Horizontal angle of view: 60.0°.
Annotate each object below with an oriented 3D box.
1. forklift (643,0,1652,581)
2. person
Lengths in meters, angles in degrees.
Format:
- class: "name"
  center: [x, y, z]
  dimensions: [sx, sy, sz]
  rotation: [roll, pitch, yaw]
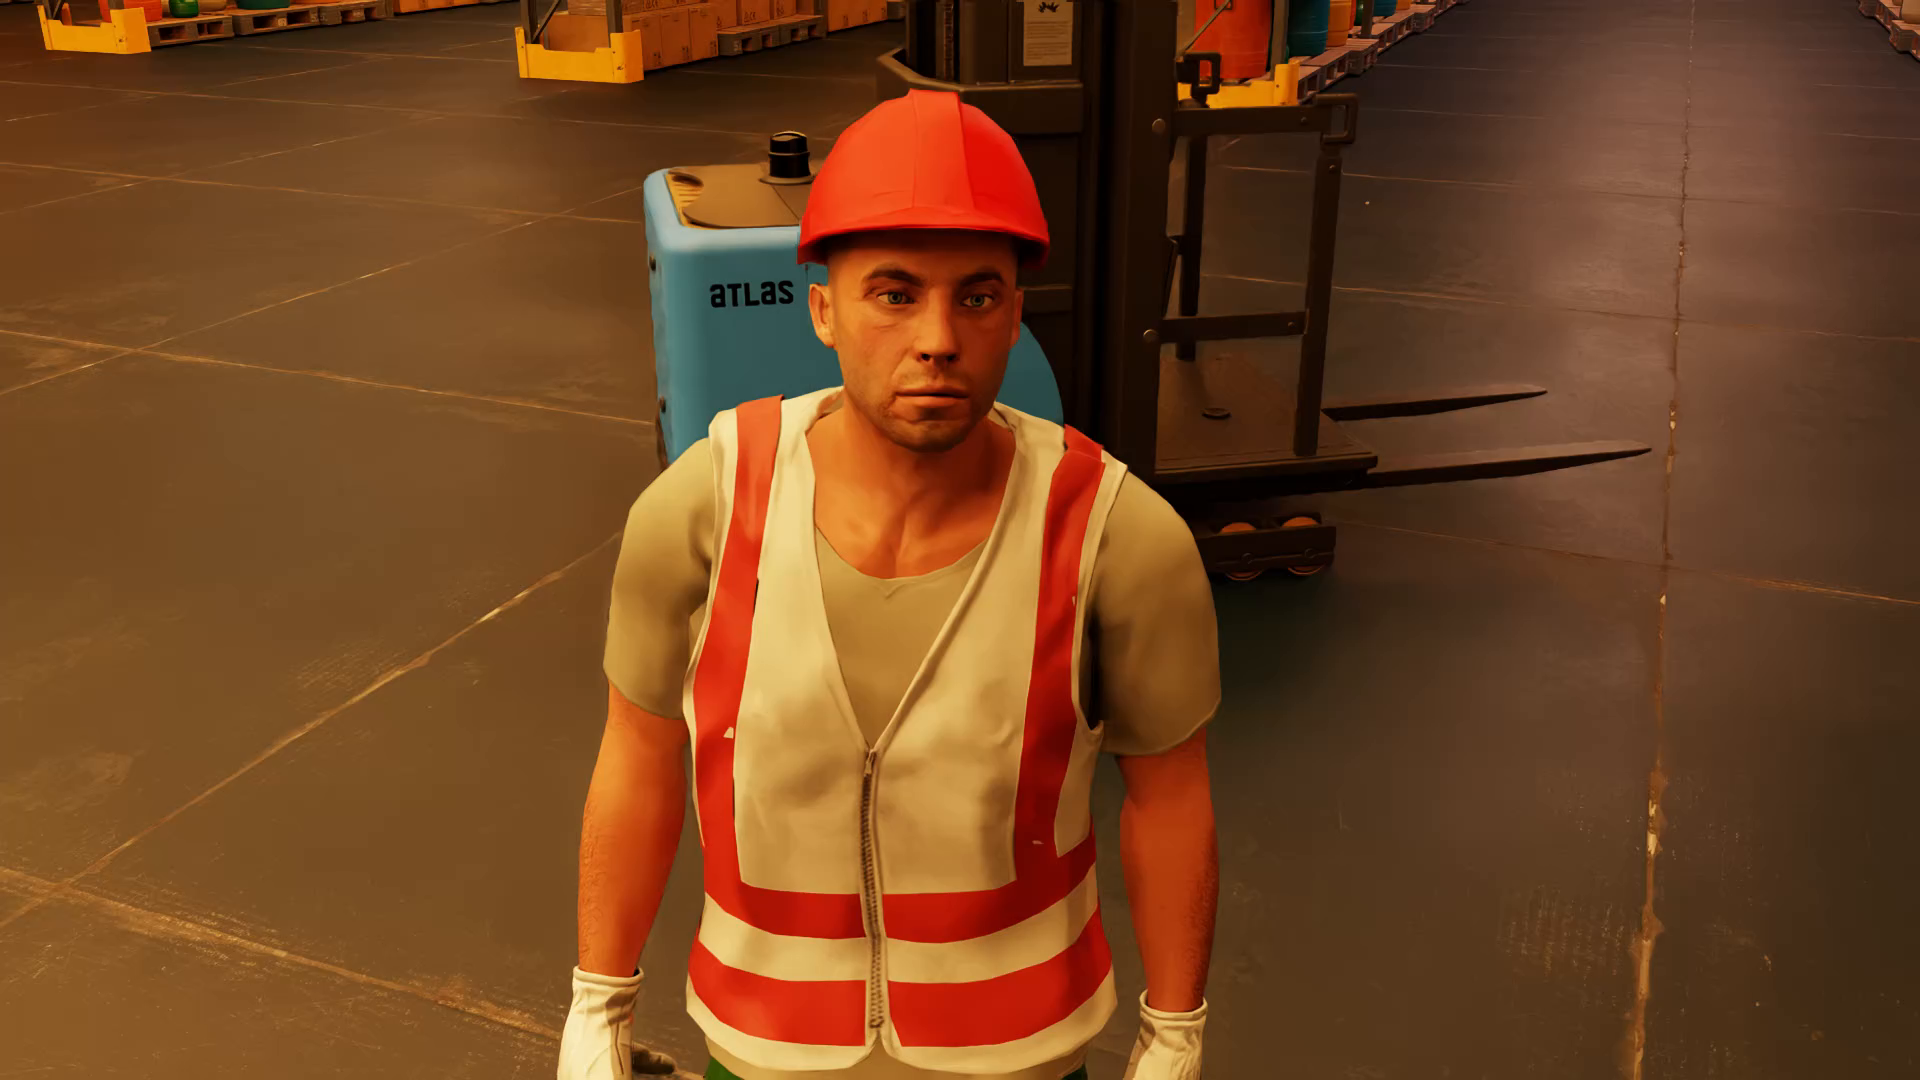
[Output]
- class: "forklift"
  center: [0.615, -1.427, 4.706]
  dimensions: [3.031, 2.935, 1.130]
  rotation: [-5, 23, -12]
- class: "person"
  center: [-0.072, 0.508, 1.578]
  dimensions: [0.633, 1.803, 0.482]
  rotation: [1, 23, 3]
